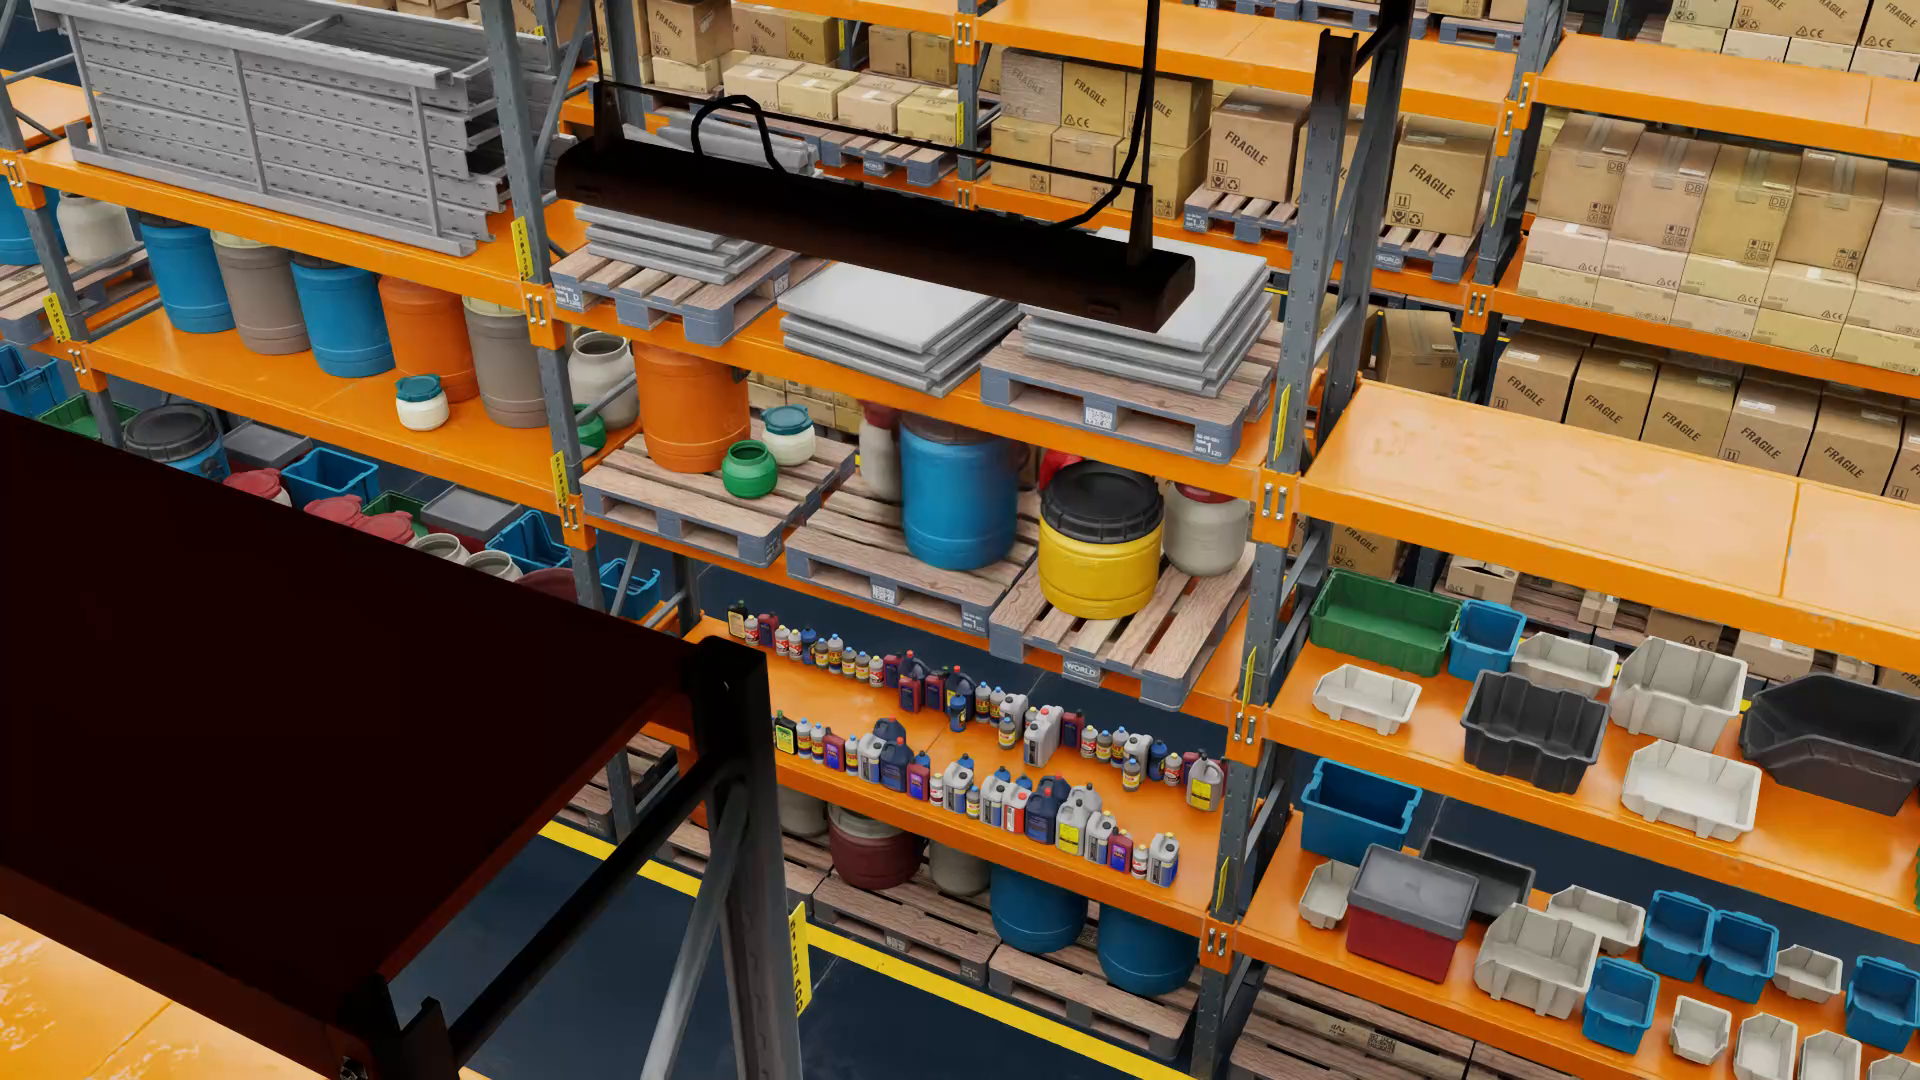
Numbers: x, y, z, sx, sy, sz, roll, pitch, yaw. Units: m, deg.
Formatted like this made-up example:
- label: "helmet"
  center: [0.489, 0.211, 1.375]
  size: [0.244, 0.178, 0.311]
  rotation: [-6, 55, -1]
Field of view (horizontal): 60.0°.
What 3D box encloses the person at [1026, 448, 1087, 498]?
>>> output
- label: "person"
  center: [0.618, -0.307, 12.486]
  size: [0.683, 1.651, 0.558]
  rotation: [3, 35, 4]
